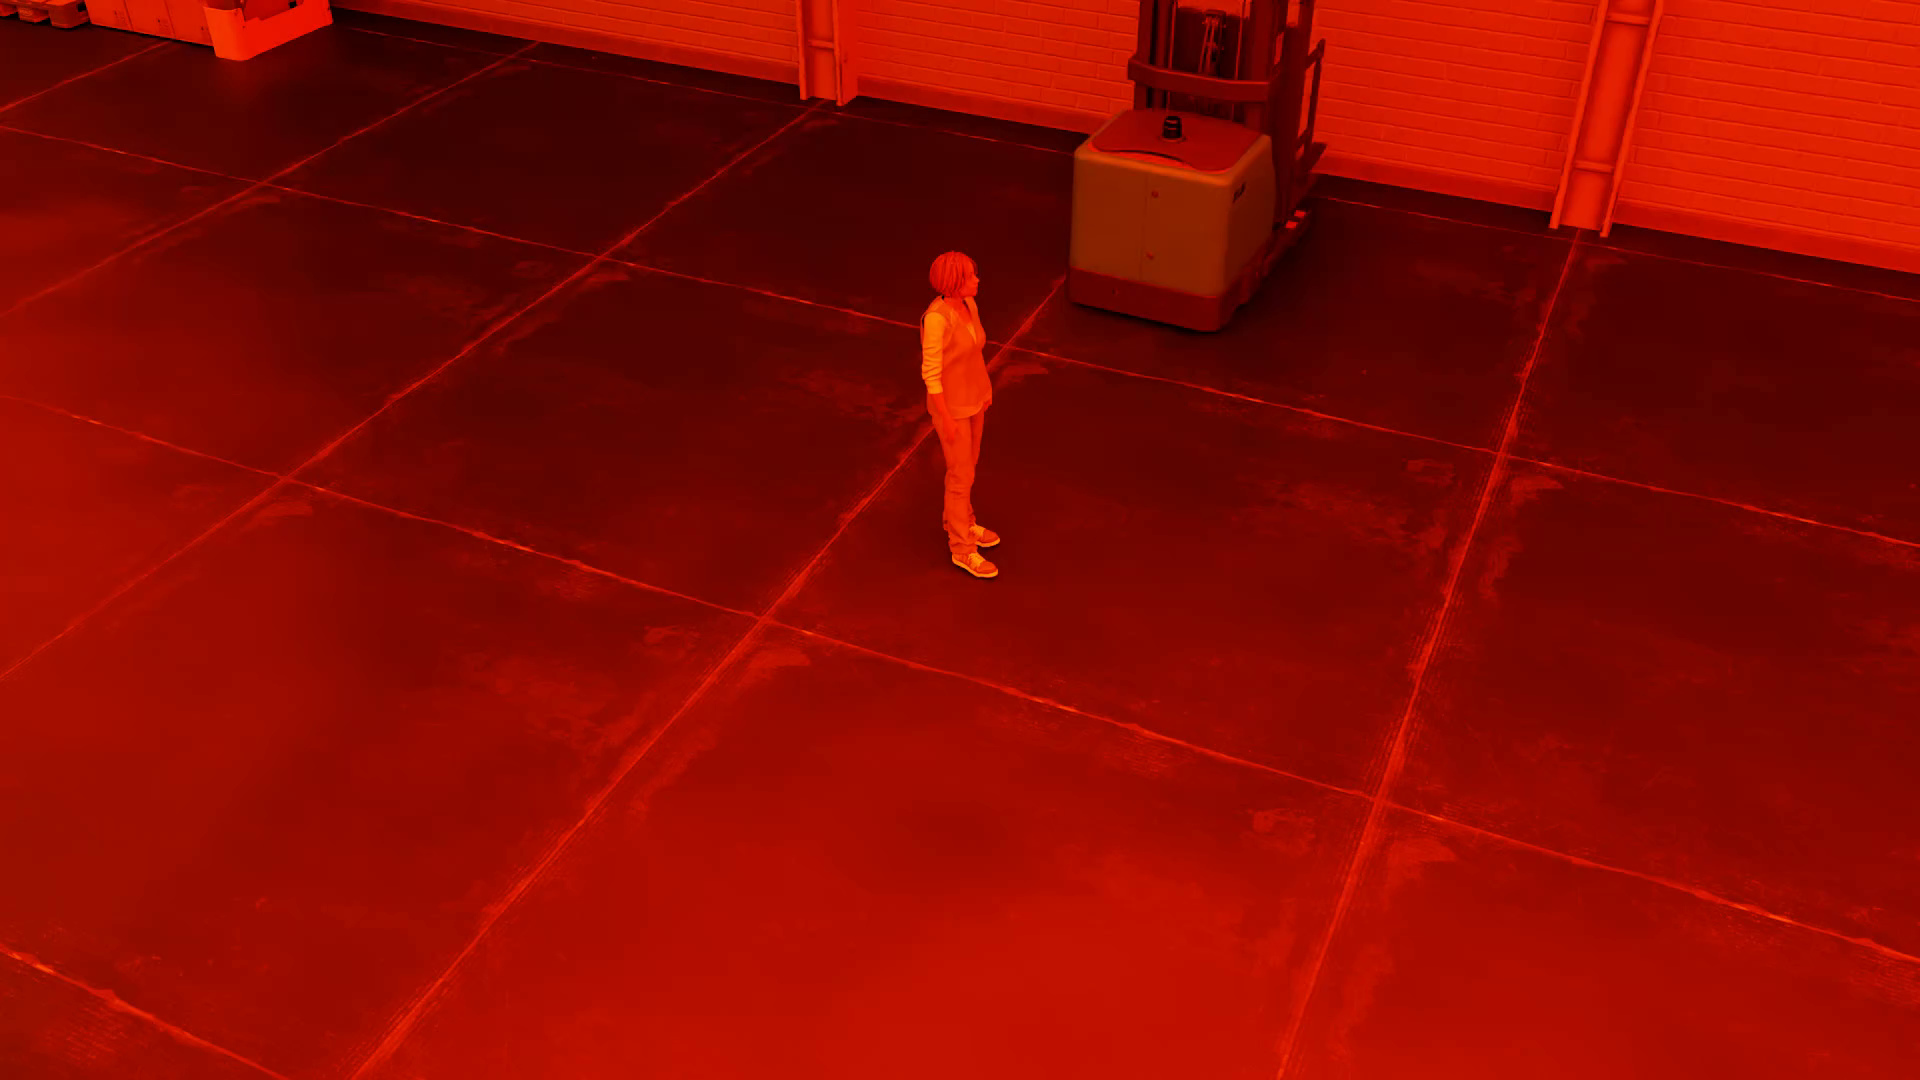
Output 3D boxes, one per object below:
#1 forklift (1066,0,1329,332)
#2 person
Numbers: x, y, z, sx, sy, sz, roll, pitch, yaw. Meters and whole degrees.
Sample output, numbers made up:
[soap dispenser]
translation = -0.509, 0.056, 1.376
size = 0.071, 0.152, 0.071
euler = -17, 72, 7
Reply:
[forklift]
translation = 1.792, -3.324, 10.747
size = 1.130, 2.935, 3.031
euler = 16, 39, 21
[person]
translation = 0.062, -0.630, 8.107
size = 0.473, 1.599, 0.521
euler = 15, 38, 20
